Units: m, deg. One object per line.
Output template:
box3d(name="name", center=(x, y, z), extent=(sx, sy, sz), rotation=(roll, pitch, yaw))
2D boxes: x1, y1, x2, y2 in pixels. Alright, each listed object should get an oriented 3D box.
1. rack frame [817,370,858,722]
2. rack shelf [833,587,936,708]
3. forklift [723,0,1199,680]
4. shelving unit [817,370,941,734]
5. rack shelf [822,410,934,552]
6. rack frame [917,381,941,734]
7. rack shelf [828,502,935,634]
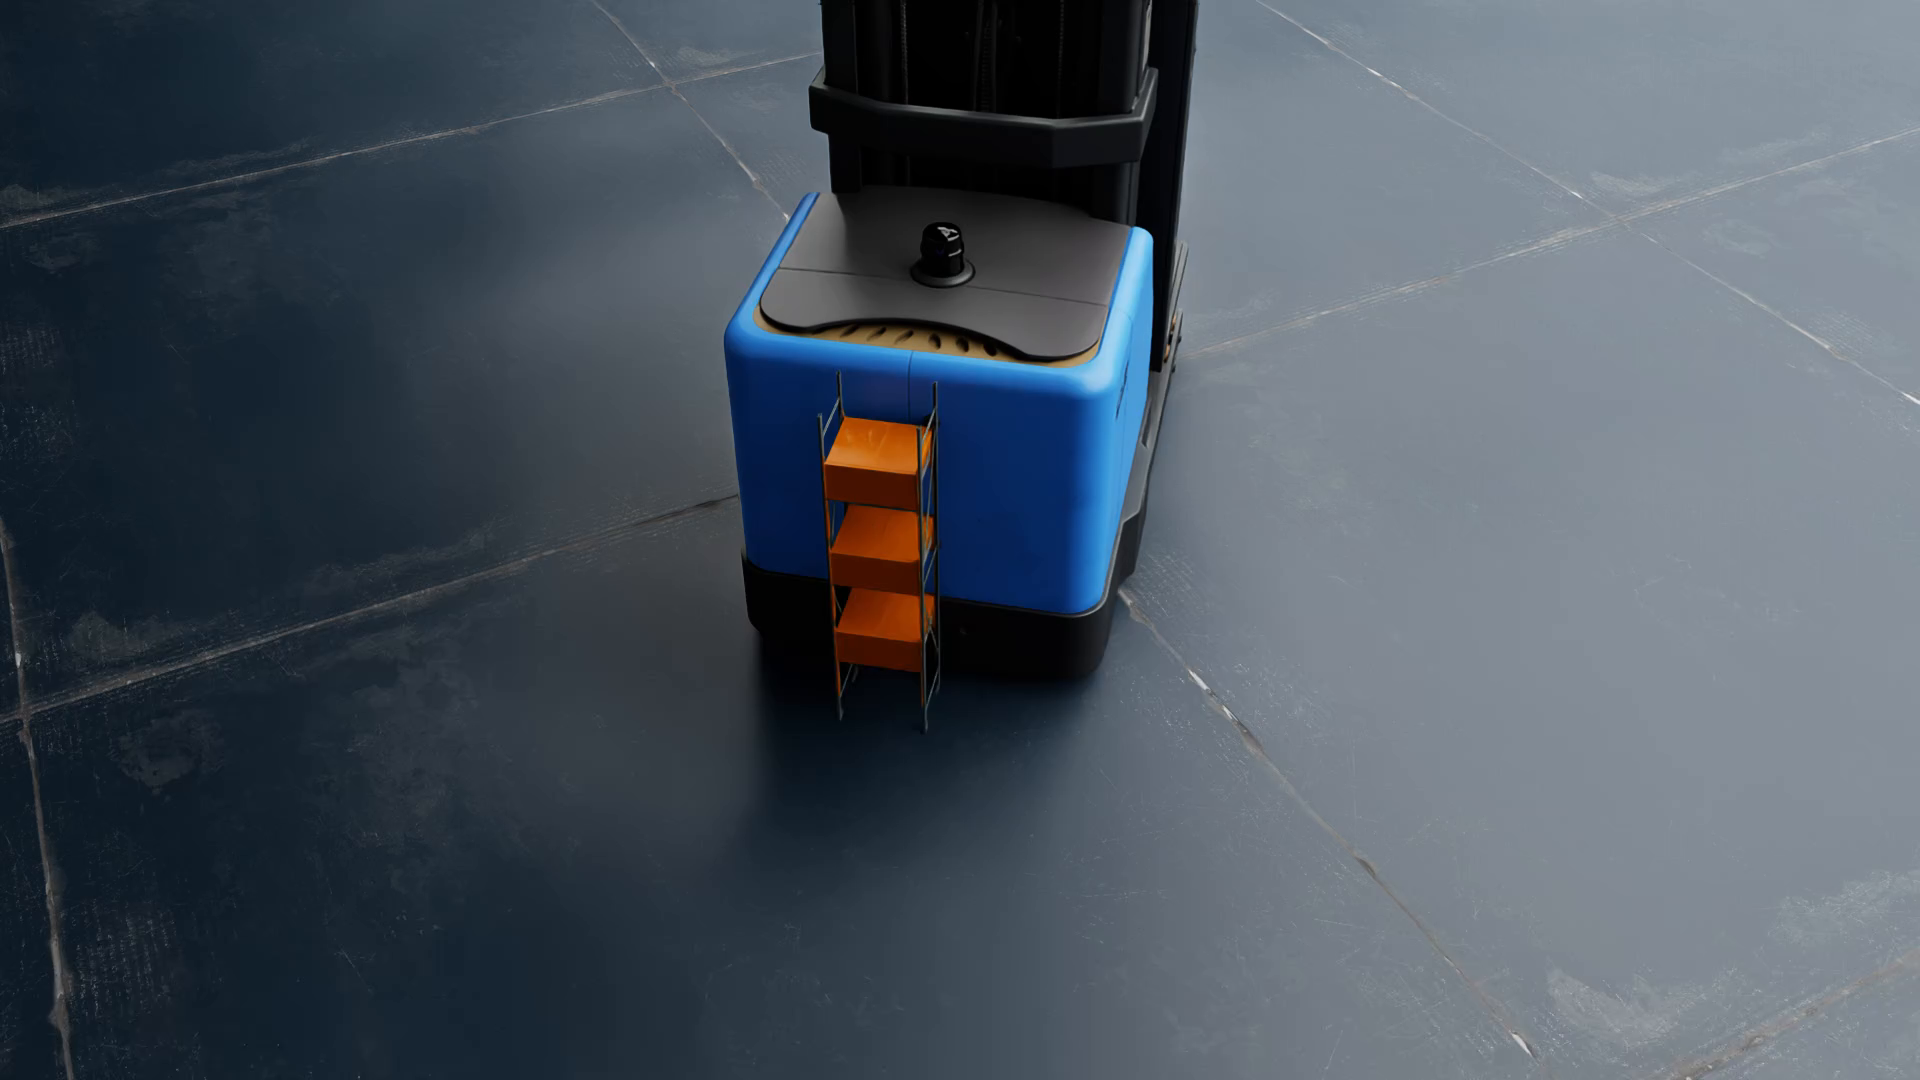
box3d(name="rack frame", center=(-0.318, 0.044, 4.386), extent=(0.008, 1.050, 0.200), rotation=(7, 41, 9))
box3d(name="rack shelf", center=(-0.199, 0.279, 4.554), extent=(0.240, 0.259, 0.215), rotation=(7, 41, 9))
box3d(name="forklift", center=(0.189, -1.685, 4.972), extent=(1.130, 2.935, 3.031), rotation=(8, 41, 9))
box3d(name="shelving unit", center=(-0.199, 0.059, 4.367), extent=(0.252, 1.050, 0.215), rotation=(7, 41, 9))
box3d(name="rack shelf", center=(-0.199, -0.149, 4.191), extent=(0.240, 0.259, 0.215), rotation=(7, 41, 9))
box3d(name="rack frame", center=(-0.079, 0.075, 4.349), extent=(0.008, 1.050, 0.200), rotation=(7, 41, 9))
box3d(name="rack shelf", center=(-0.199, 0.067, 4.374), extent=(0.240, 0.259, 0.215), rotation=(7, 41, 9))
